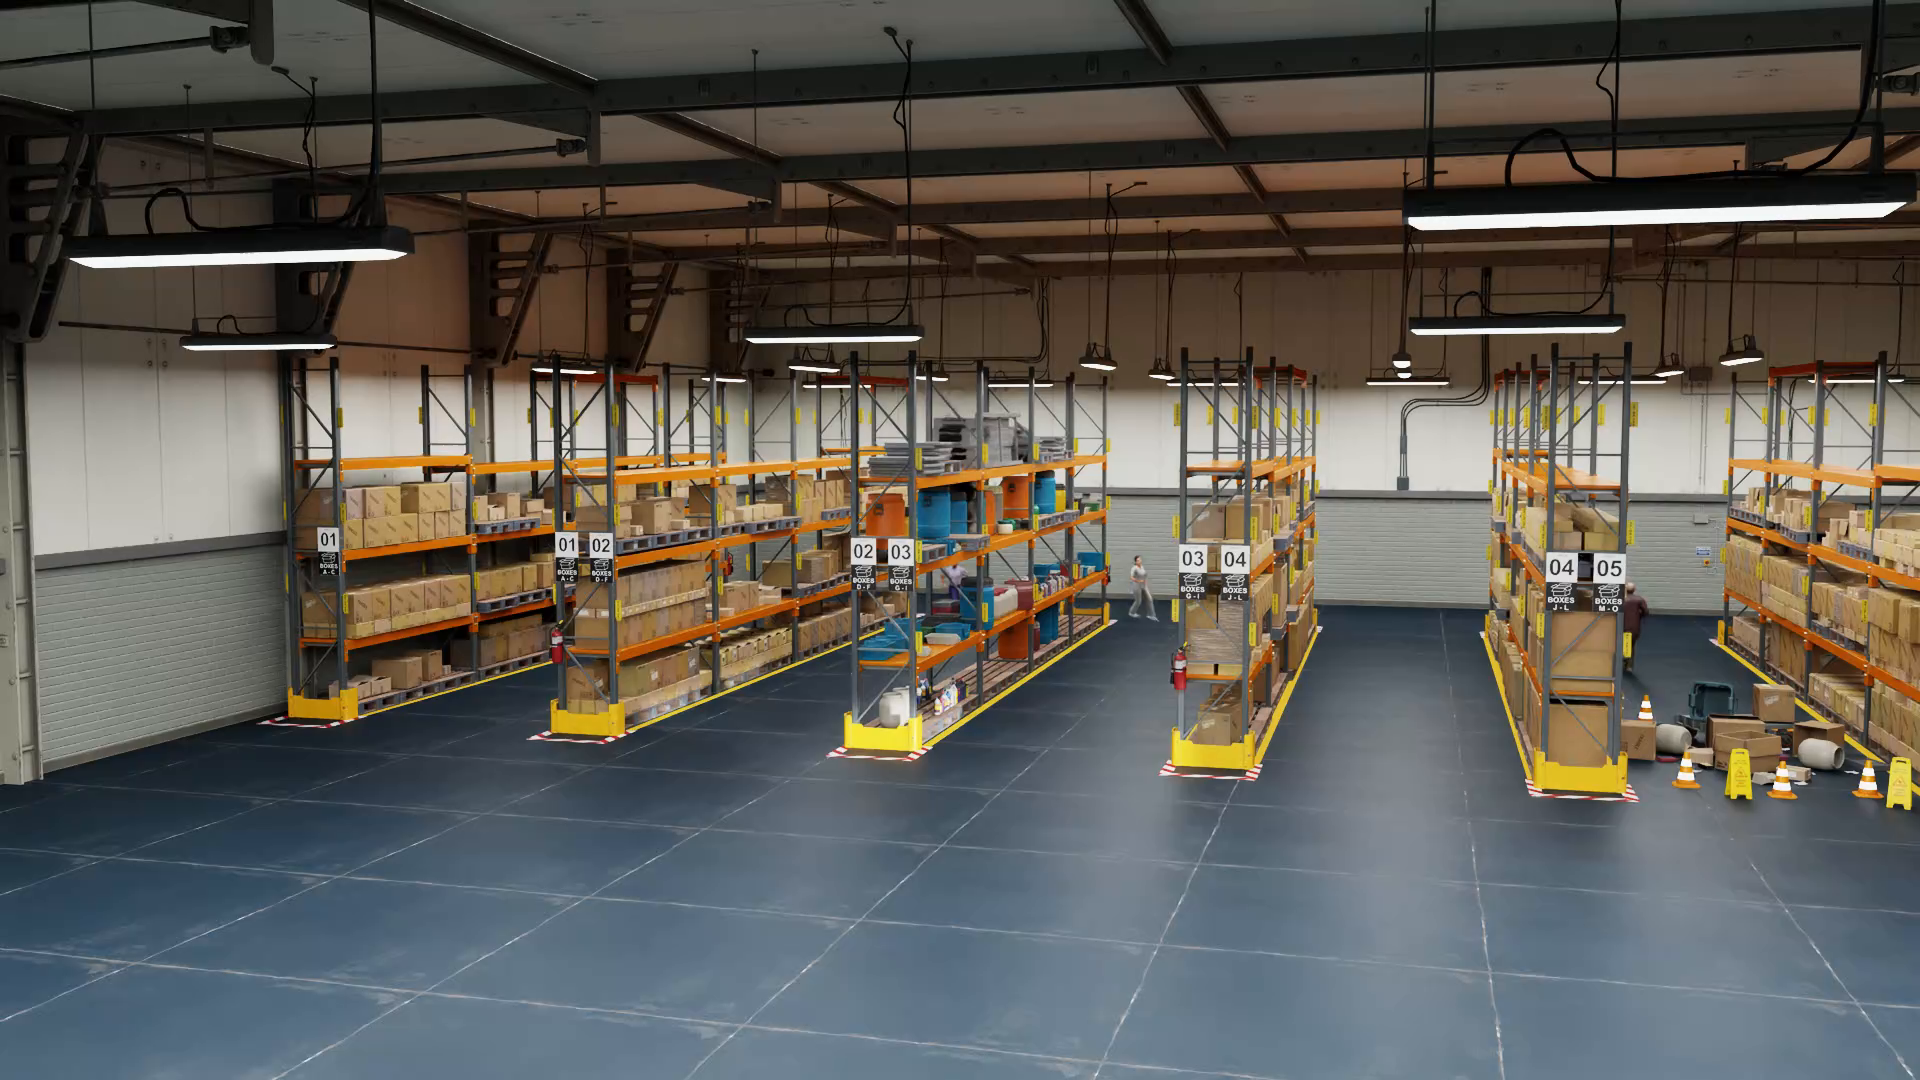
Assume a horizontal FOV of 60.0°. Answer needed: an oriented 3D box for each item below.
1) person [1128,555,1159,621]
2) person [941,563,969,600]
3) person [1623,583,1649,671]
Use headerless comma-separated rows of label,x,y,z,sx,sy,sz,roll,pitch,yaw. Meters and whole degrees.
person,4.412,1.193,41.088,0.815,1.653,0.711,4,6,45
person,-0.112,1.212,40.799,0.698,1.590,0.583,0,4,-3
person,13.236,1.711,32.932,0.714,1.742,0.635,1,4,10
